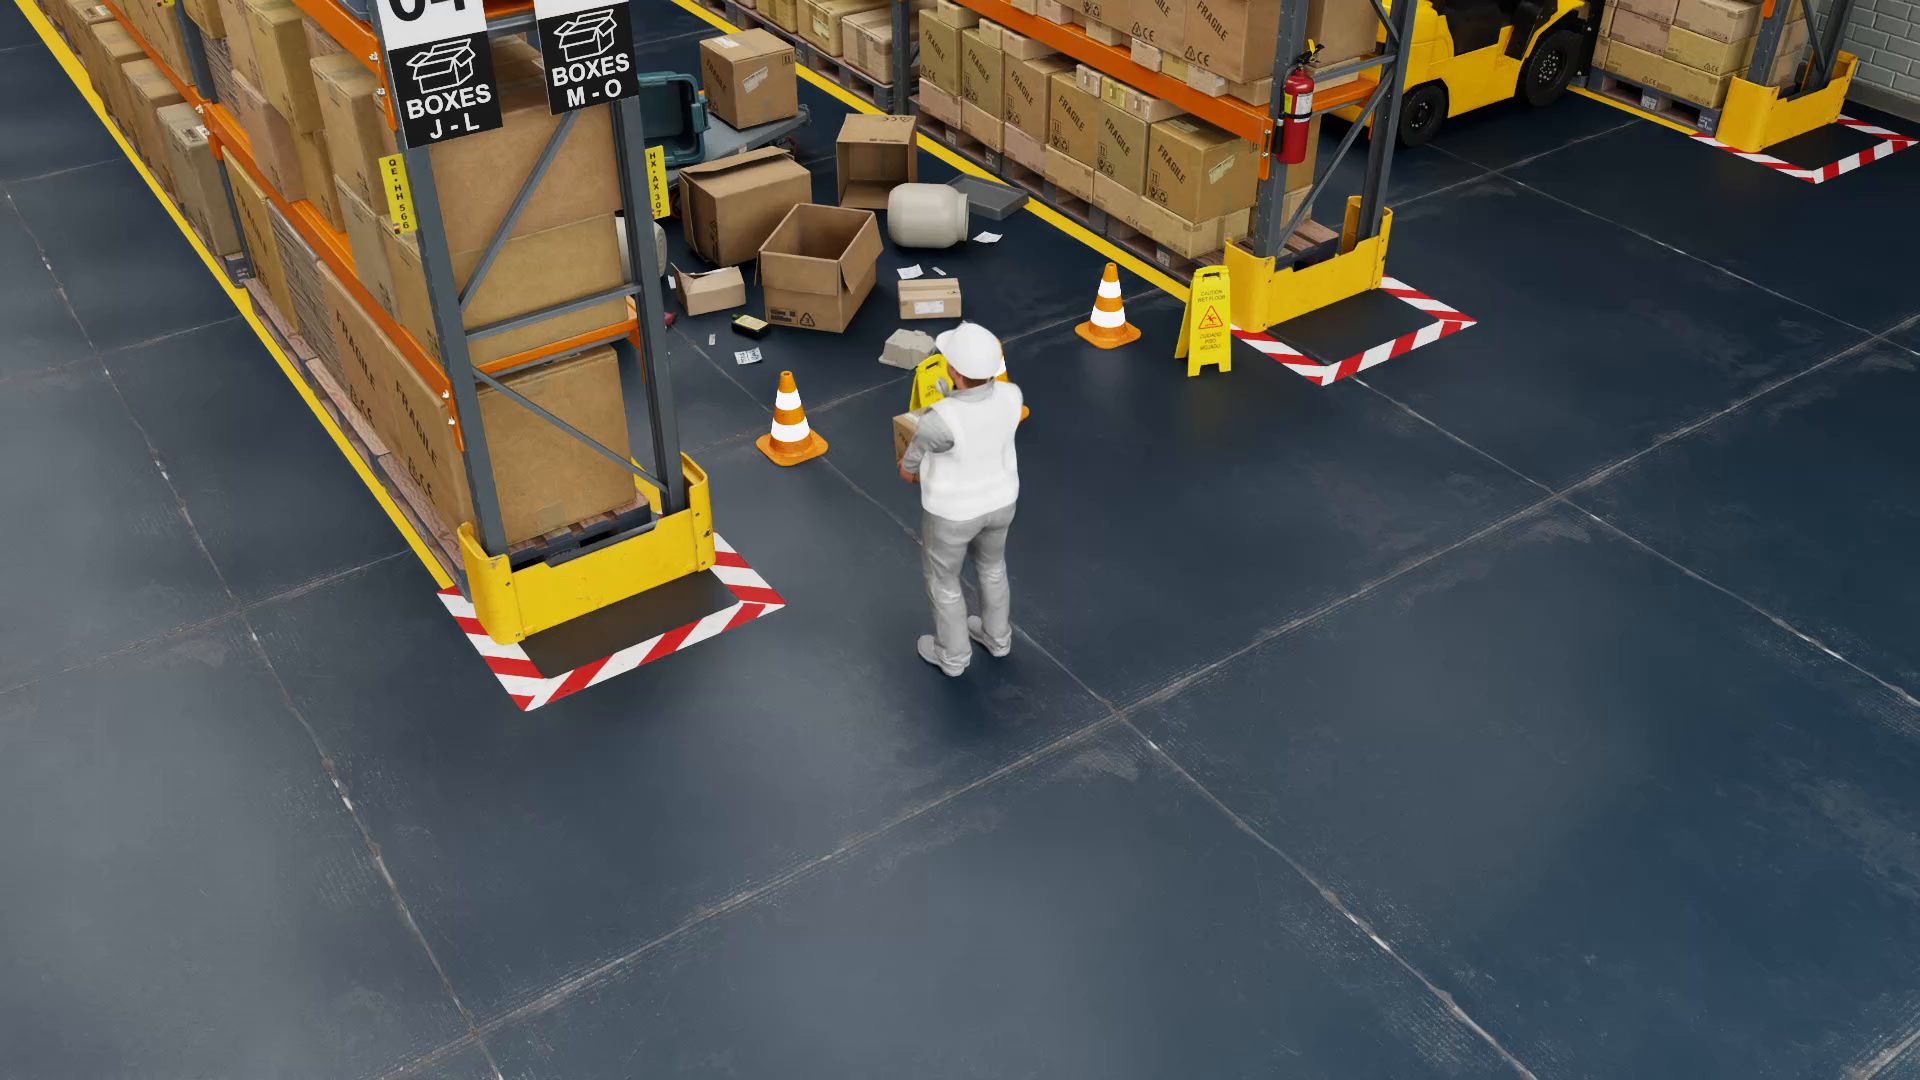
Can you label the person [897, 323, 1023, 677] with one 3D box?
[{"bbox_3d":[-0.028,-0.217,7.285,0.494,1.764,0.548,-22,41,-27],"label":"person"}]
